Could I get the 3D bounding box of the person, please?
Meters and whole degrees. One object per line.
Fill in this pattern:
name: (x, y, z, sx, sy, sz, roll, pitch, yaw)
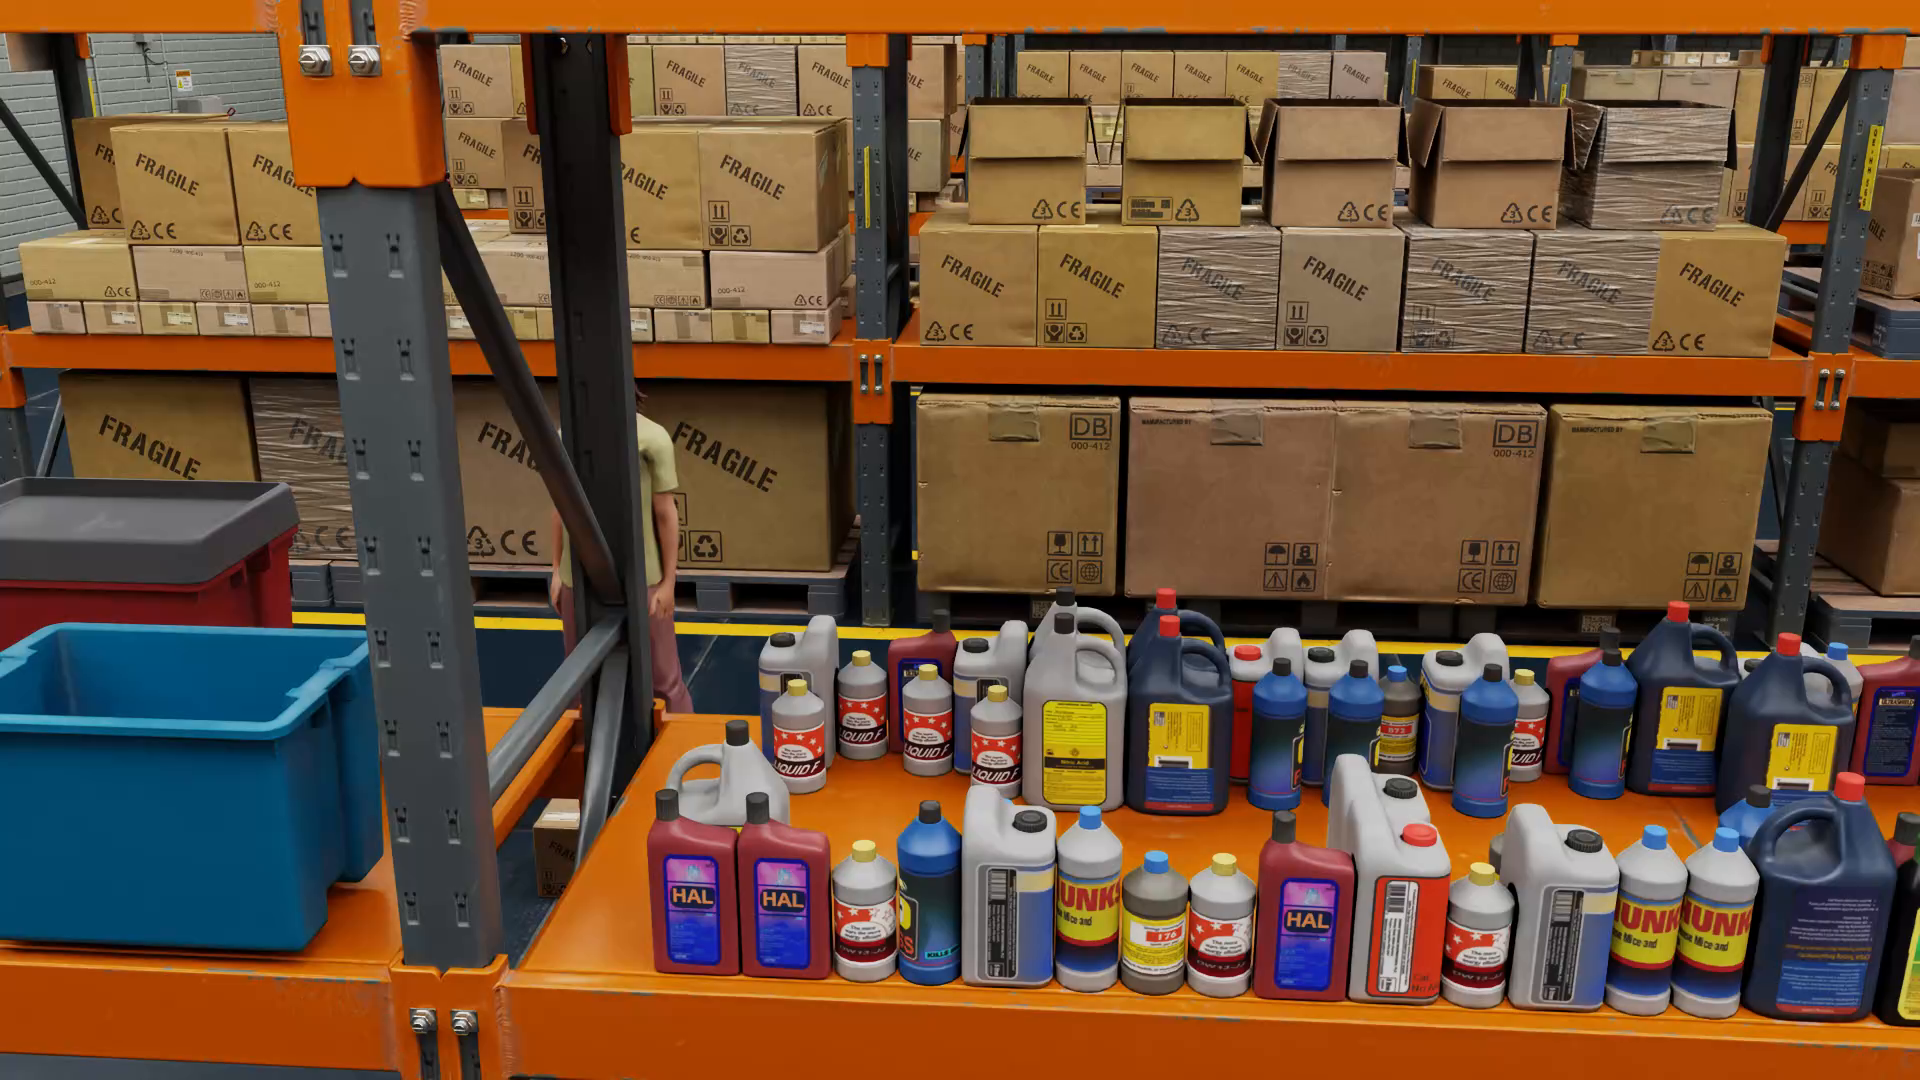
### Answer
person: (-1.136, 0.157, 5.547, 0.521, 1.679, 0.396, 5, 18, 14)
